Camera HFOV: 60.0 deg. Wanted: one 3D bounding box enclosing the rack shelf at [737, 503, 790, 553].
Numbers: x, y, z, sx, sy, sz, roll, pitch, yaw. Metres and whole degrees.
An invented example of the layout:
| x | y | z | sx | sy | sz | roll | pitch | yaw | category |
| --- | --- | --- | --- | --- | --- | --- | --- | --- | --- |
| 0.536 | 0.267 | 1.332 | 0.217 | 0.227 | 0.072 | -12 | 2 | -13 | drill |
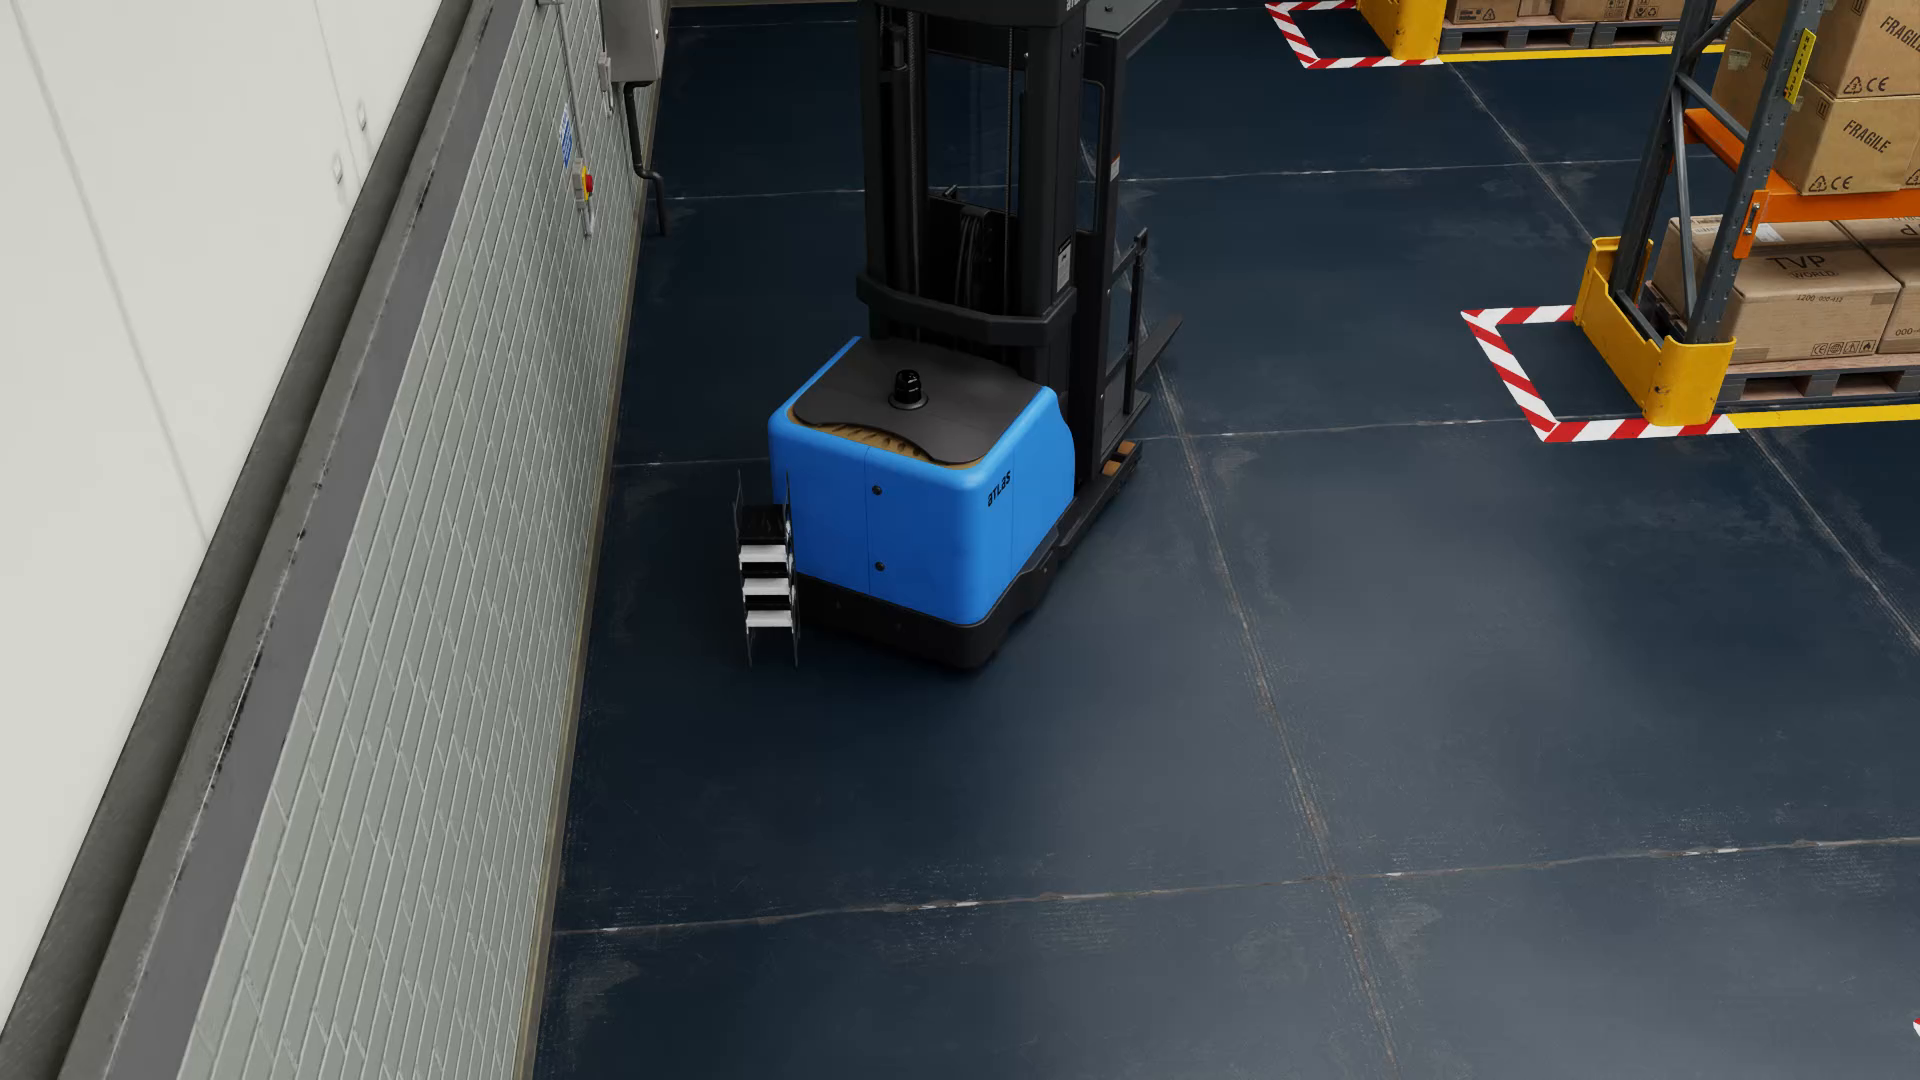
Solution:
| x | y | z | sx | sy | sz | roll | pitch | yaw | category |
| --- | --- | --- | --- | --- | --- | --- | --- | --- | --- |
| -0.827 | -0.053 | 7.030 | 0.200 | 0.077 | 0.258 | 0 | 38 | 0 | rack shelf |

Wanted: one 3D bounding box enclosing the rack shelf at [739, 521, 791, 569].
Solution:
| x | y | z | sx | sy | sz | roll | pitch | yaw | category |
| --- | --- | --- | --- | --- | --- | --- | --- | --- | --- |
| -0.827 | 0.018 | 7.086 | 0.200 | 0.077 | 0.258 | 0 | 38 | 0 | rack shelf |

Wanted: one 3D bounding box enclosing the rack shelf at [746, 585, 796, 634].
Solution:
| x | y | z | sx | sy | sz | roll | pitch | yaw | category |
| --- | --- | --- | --- | --- | --- | --- | --- | --- | --- |
| -0.827 | 0.301 | 7.309 | 0.200 | 0.077 | 0.258 | 0 | 38 | 0 | rack shelf |

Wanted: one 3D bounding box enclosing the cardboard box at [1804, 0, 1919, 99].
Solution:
| x | y | z | sx | sy | sz | roll | pitch | yaw | category |
| --- | --- | --- | --- | --- | --- | --- | --- | --- | --- |
| 4.318 | -2.430 | 7.842 | 0.500 | 0.500 | 0.500 | -4 | 38 | -5 | cardboard box |

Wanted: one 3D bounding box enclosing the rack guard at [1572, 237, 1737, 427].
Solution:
| x | y | z | sx | sy | sz | roll | pitch | yaw | category |
| --- | --- | --- | --- | --- | --- | --- | --- | --- | --- |
| 3.791 | -1.165 | 9.144 | 0.348 | 0.500 | 1.175 | -3 | 38 | -4 | rack guard |

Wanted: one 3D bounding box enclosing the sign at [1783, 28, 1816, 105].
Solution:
| x | y | z | sx | sy | sz | roll | pitch | yaw | category |
| --- | --- | --- | --- | --- | --- | --- | --- | --- | --- |
| 3.858 | -2.176 | 7.645 | 0.005 | 0.325 | 0.100 | -3 | 38 | -4 | sign |

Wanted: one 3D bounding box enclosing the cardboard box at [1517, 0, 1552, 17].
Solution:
| x | y | z | sx | sy | sz | roll | pitch | yaw | category |
| --- | --- | --- | --- | --- | --- | --- | --- | --- | --- |
| 4.416 | -4.230 | 12.974 | 0.250 | 0.149 | 0.380 | -5 | 39 | -6 | cardboard box |

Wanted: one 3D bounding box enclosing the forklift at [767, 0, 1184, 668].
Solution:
| x | y | z | sx | sy | sz | roll | pitch | yaw | category |
| --- | --- | --- | --- | --- | --- | --- | --- | --- | --- |
| 0.278 | -1.496 | 7.602 | 1.130 | 2.935 | 3.031 | 17 | 41 | 21 | forklift |

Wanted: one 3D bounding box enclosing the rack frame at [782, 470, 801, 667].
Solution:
| x | y | z | sx | sy | sz | roll | pitch | yaw | category |
| --- | --- | --- | --- | --- | --- | --- | --- | --- | --- |
| -0.725 | 0.133 | 7.177 | 0.006 | 0.900 | 0.240 | 0 | 38 | 0 | rack frame |

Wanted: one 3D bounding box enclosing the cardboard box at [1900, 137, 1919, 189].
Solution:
| x | y | z | sx | sy | sz | roll | pitch | yaw | category |
| --- | --- | --- | --- | --- | --- | --- | --- | --- | --- |
| 4.820 | -2.081 | 8.207 | 0.500 | 0.500 | 0.500 | -4 | 38 | -5 | cardboard box |

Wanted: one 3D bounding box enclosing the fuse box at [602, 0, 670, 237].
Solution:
| x | y | z | sx | sy | sz | roll | pitch | yaw | category |
| --- | --- | --- | --- | --- | --- | --- | --- | --- | --- |
| -1.840 | -2.622 | 10.013 | 0.414 | 1.711 | 0.539 | -3 | 38 | -4 | fuse box |

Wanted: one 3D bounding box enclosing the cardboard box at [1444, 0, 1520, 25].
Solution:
| x | y | z | sx | sy | sz | roll | pitch | yaw | category |
| --- | --- | --- | --- | --- | --- | --- | --- | --- | --- |
| 3.989 | -4.370 | 12.865 | 0.637 | 0.503 | 0.797 | -5 | 39 | -6 | cardboard box |

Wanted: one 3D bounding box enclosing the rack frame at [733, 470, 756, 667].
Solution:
| x | y | z | sx | sy | sz | roll | pitch | yaw | category |
| --- | --- | --- | --- | --- | --- | --- | --- | --- | --- |
| -0.929 | 0.134 | 7.176 | 0.006 | 0.900 | 0.240 | 0 | 38 | 0 | rack frame |

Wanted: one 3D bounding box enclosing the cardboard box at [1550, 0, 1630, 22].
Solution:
| x | y | z | sx | sy | sz | roll | pitch | yaw | category |
| --- | --- | --- | --- | --- | --- | --- | --- | --- | --- |
| 4.844 | -4.391 | 12.895 | 0.500 | 0.500 | 0.700 | -2 | 38 | -2 | cardboard box |

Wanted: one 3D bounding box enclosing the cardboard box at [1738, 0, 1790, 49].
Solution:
| x | y | z | sx | sy | sz | roll | pitch | yaw | category |
| --- | --- | --- | --- | --- | --- | --- | --- | --- | --- |
| 4.274 | -2.752 | 8.251 | 0.500 | 0.500 | 0.500 | -2 | 38 | -2 | cardboard box |

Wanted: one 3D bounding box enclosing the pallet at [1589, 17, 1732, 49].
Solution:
| x | y | z | sx | sy | sz | roll | pitch | yaw | category |
| --- | --- | --- | --- | --- | --- | --- | --- | --- | --- |
| 5.454 | -4.228 | 13.261 | 1.213 | 0.211 | 1.003 | -3 | 38 | -4 | pallet |

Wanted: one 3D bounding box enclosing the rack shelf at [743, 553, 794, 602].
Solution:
| x | y | z | sx | sy | sz | roll | pitch | yaw | category |
| --- | --- | --- | --- | --- | --- | --- | --- | --- | --- |
| -0.827 | 0.159 | 7.197 | 0.200 | 0.077 | 0.258 | 0 | 38 | 0 | rack shelf |

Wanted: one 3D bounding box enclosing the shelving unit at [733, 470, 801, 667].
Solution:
| x | y | z | sx | sy | sz | roll | pitch | yaw | category |
| --- | --- | --- | --- | --- | --- | --- | --- | --- | --- |
| -0.827 | 0.133 | 7.177 | 0.210 | 0.900 | 0.258 | 0 | 38 | 0 | shelving unit |

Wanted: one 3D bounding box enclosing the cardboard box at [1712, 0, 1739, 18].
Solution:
| x | y | z | sx | sy | sz | roll | pitch | yaw | category |
| --- | --- | --- | --- | --- | --- | --- | --- | --- | --- |
| 5.878 | -4.448 | 12.967 | 0.500 | 0.500 | 0.700 | -5 | 38 | -6 | cardboard box |

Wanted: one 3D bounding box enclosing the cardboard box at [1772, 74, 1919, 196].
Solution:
| x | y | z | sx | sy | sz | roll | pitch | yaw | category |
| --- | --- | --- | --- | --- | --- | --- | --- | --- | --- |
| 4.319 | -2.036 | 8.150 | 0.500 | 0.500 | 0.500 | -3 | 38 | -4 | cardboard box |

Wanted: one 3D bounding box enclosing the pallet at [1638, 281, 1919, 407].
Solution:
| x | y | z | sx | sy | sz | roll | pitch | yaw | category |
| --- | --- | --- | --- | --- | --- | --- | --- | --- | --- |
| 4.605 | -1.145 | 9.352 | 1.213 | 0.211 | 1.003 | -3 | 38 | -4 | pallet |

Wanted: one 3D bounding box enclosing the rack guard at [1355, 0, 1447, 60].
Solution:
| x | y | z | sx | sy | sz | roll | pitch | yaw | category |
| --- | --- | --- | --- | --- | --- | --- | --- | --- | --- |
| 3.447 | -4.232 | 13.033 | 0.348 | 0.500 | 1.175 | -3 | 38 | -4 | rack guard |

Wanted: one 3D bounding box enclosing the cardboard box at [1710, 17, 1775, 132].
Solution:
| x | y | z | sx | sy | sz | roll | pitch | yaw | category |
| --- | --- | --- | --- | --- | --- | --- | --- | --- | --- |
| 4.272 | -2.376 | 8.581 | 0.500 | 0.500 | 0.500 | -3 | 38 | -4 | cardboard box |

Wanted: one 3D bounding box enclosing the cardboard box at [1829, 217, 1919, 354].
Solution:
| x | y | z | sx | sy | sz | roll | pitch | yaw | category |
| --- | --- | --- | --- | --- | --- | --- | --- | --- | --- |
| 5.375 | -1.460 | 9.230 | 0.875 | 0.438 | 0.875 | -2 | 38 | -3 | cardboard box |

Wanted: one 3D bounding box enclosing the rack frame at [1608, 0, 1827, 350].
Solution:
| x | y | z | sx | sy | sz | roll | pitch | yaw | category |
| --- | --- | --- | --- | --- | --- | --- | --- | --- | --- |
| 3.815 | -2.147 | 8.372 | 0.127 | 3.000 | 1.000 | -3 | 38 | -4 | rack frame |

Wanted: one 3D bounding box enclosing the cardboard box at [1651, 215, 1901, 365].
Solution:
| x | y | z | sx | sy | sz | roll | pitch | yaw | category |
| --- | --- | --- | --- | --- | --- | --- | --- | --- | --- |
| 4.464 | -1.404 | 9.160 | 0.875 | 0.438 | 0.875 | -4 | 38 | -6 | cardboard box |

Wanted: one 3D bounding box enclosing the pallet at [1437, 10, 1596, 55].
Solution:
| x | y | z | sx | sy | sz | roll | pitch | yaw | category |
| --- | --- | --- | --- | --- | --- | --- | --- | --- | --- |
| 4.242 | -4.163 | 13.178 | 1.213 | 0.211 | 1.003 | -3 | 38 | -4 | pallet |

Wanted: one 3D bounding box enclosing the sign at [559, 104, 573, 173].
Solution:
| x | y | z | sx | sy | sz | roll | pitch | yaw | category |
| --- | --- | --- | --- | --- | --- | --- | --- | --- | --- |
| -1.856 | -1.896 | 7.836 | 0.001 | 0.218 | 0.327 | -3 | 38 | -4 | sign |

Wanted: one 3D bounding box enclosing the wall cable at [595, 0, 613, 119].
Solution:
| x | y | z | sx | sy | sz | roll | pitch | yaw | category |
| --- | --- | --- | --- | --- | --- | --- | --- | --- | --- |
| -1.937 | -3.097 | 8.755 | 0.122 | 1.984 | 0.588 | -3 | 38 | -4 | wall cable |

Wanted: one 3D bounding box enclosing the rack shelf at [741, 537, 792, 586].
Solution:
| x | y | z | sx | sy | sz | roll | pitch | yaw | category |
| --- | --- | --- | --- | --- | --- | --- | --- | --- | --- |
| -0.827 | 0.089 | 7.141 | 0.200 | 0.077 | 0.258 | 0 | 38 | 0 | rack shelf |

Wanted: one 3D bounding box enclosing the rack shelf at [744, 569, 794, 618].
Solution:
| x | y | z | sx | sy | sz | roll | pitch | yaw | category |
| --- | --- | --- | --- | --- | --- | --- | --- | --- | --- |
| -0.827 | 0.230 | 7.253 | 0.200 | 0.077 | 0.258 | 0 | 38 | 0 | rack shelf |

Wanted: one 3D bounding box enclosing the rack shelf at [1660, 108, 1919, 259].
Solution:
| x | y | z | sx | sy | sz | roll | pitch | yaw | category |
| --- | --- | --- | --- | --- | --- | --- | --- | --- | --- |
| 5.807 | -1.975 | 8.734 | 4.000 | 0.370 | 1.077 | -3 | 38 | -4 | rack shelf |

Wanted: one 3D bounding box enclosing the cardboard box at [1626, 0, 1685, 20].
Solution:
| x | y | z | sx | sy | sz | roll | pitch | yaw | category |
| --- | --- | --- | --- | --- | --- | --- | --- | --- | --- |
| 5.380 | -4.358 | 12.853 | 0.500 | 0.500 | 0.500 | -2 | 38 | -3 | cardboard box |

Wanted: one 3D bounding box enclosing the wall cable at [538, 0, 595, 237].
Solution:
| x | y | z | sx | sy | sz | roll | pitch | yaw | category |
| --- | --- | --- | --- | --- | --- | --- | --- | --- | --- |
| -1.799 | -2.235 | 7.637 | 0.123 | 1.953 | 0.585 | -3 | 38 | -4 | wall cable |
